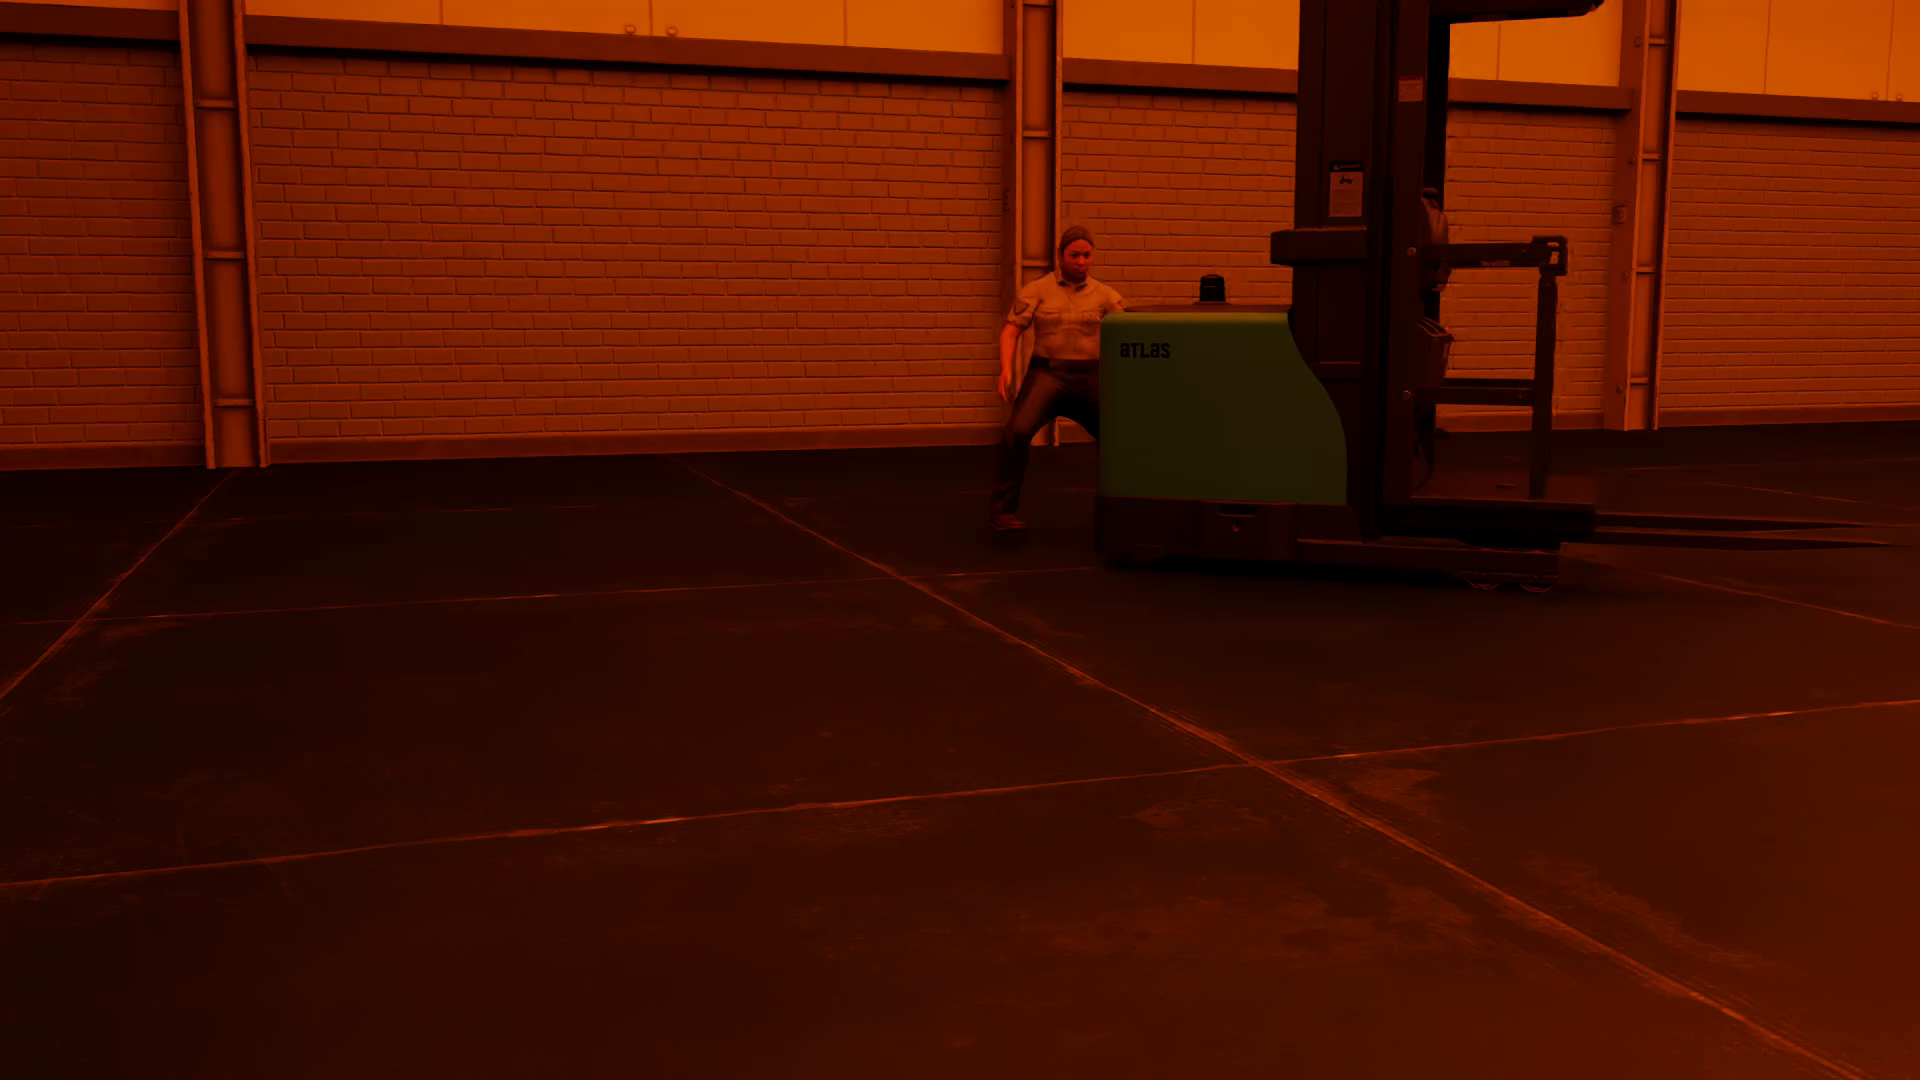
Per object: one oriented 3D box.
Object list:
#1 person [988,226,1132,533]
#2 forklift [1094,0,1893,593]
[{"bbox_3d":[0.576,-0.761,8.139,0.928,1.528,0.779,-1,8,-8],"label":"person"},{"bbox_3d":[2.145,-1.328,6.811,3.031,2.935,1.130,3,8,20],"label":"forklift"}]
